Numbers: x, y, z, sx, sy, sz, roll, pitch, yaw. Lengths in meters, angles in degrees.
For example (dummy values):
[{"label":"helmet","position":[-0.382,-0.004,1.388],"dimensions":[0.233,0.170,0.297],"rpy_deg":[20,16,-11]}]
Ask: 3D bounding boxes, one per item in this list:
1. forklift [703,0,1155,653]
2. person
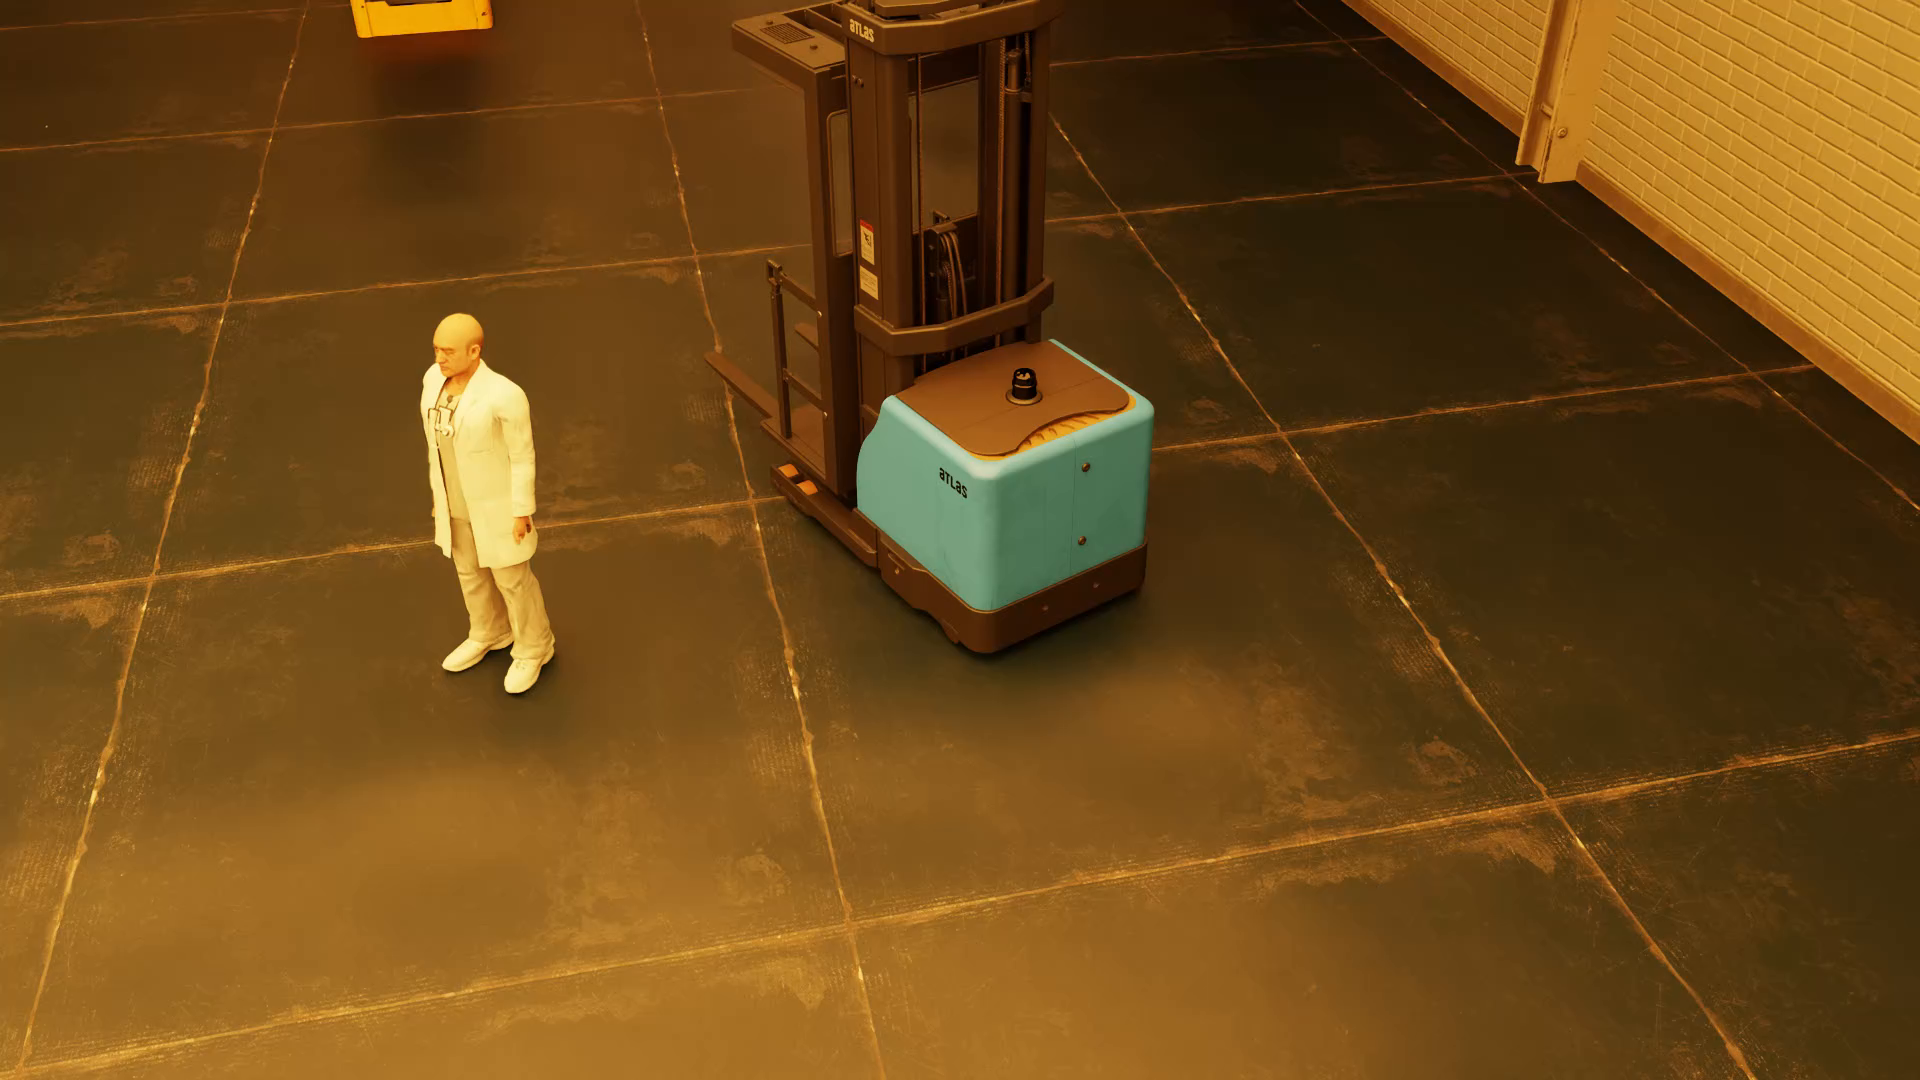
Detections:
[{"label":"forklift","position":[-0.350,-1.480,8.107],"dimensions":[1.130,2.935,3.031],"rpy_deg":[-22,41,-28]},{"label":"person","position":[-2.104,-0.149,7.243],"dimensions":[0.548,1.781,0.399],"rpy_deg":[17,39,22]}]
